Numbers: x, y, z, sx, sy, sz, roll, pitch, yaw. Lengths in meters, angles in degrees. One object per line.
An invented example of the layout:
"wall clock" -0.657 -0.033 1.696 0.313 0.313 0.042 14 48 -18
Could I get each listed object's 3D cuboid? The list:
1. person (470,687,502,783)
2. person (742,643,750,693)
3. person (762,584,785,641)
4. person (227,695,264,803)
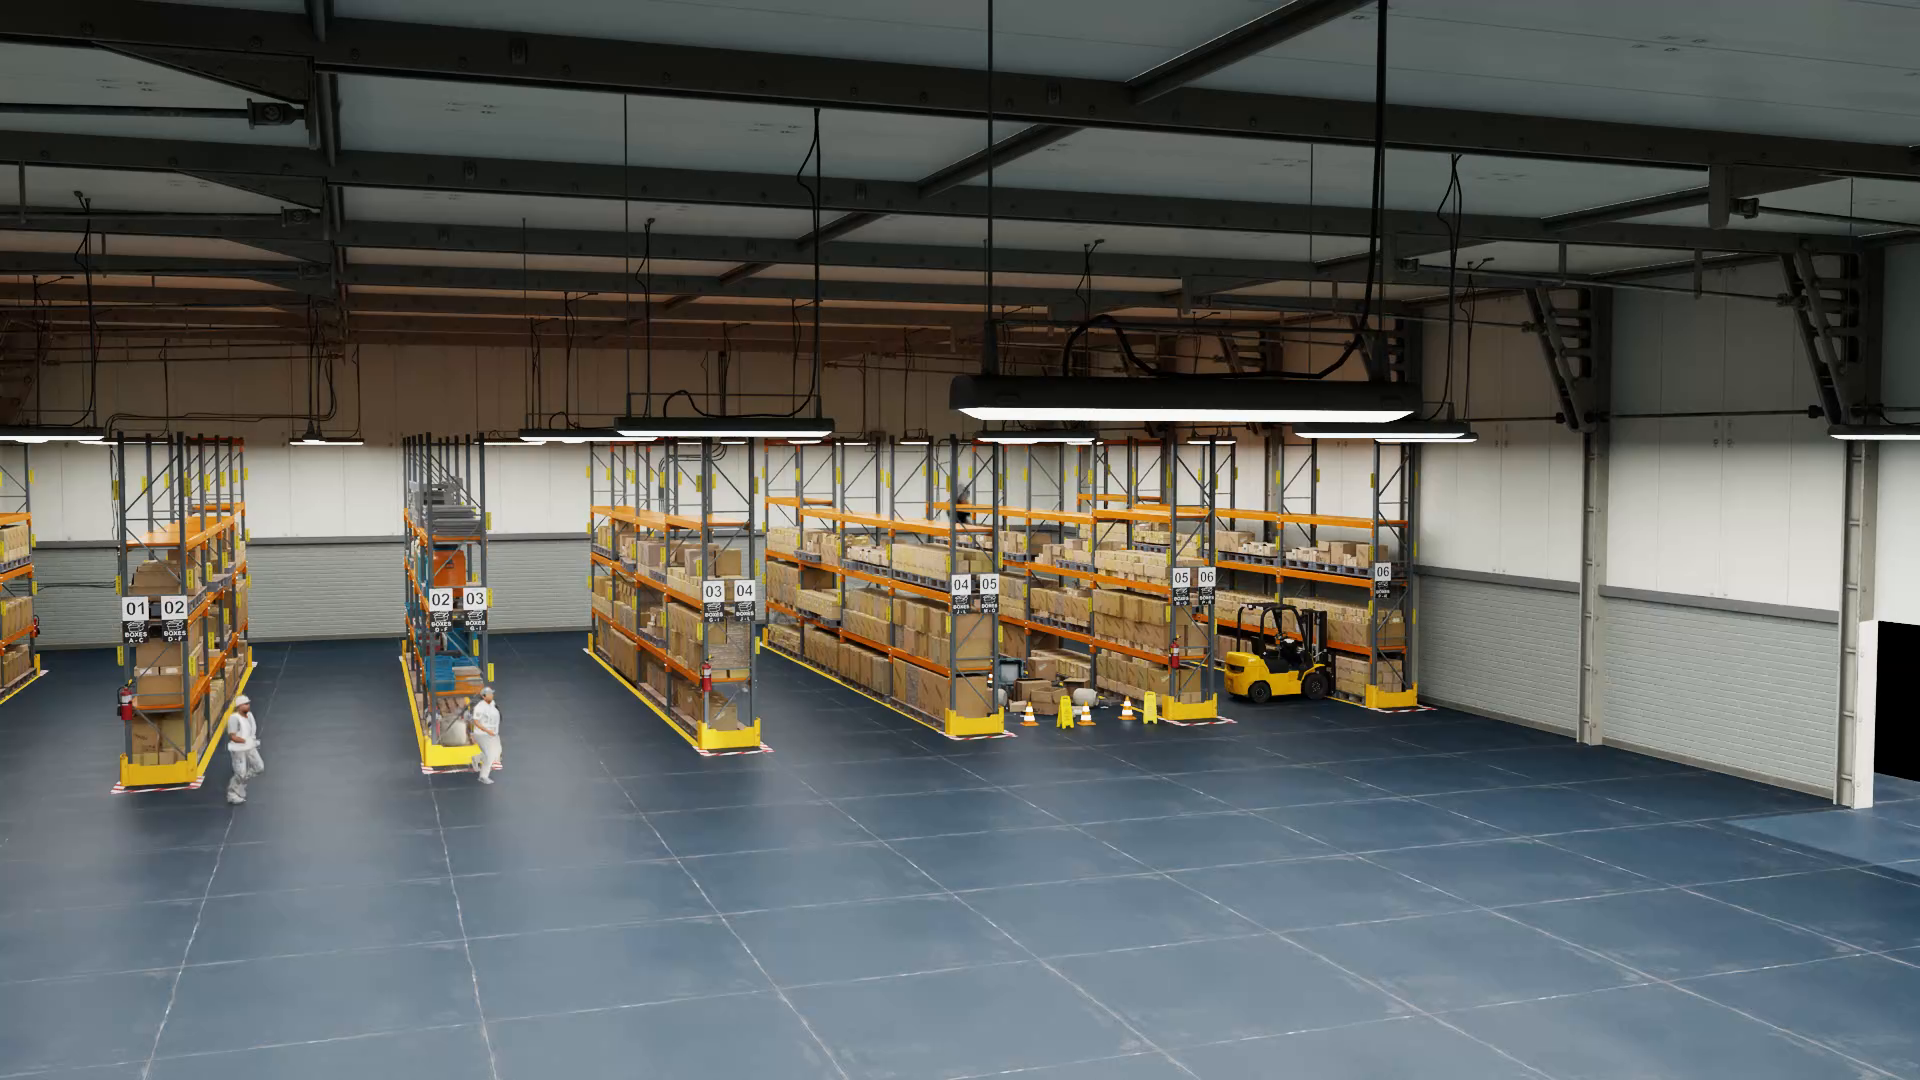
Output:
"person" -8.147 3.337 28.554 0.593 1.641 0.633 1 3 19
"person" -5.107 2.733 39.109 0.610 1.635 0.831 -1 3 -20
"person" -5.444 2.161 49.592 0.974 1.721 0.679 -2 4 -33
"person" -11.490 3.358 26.766 0.679 1.731 0.676 1 3 13
